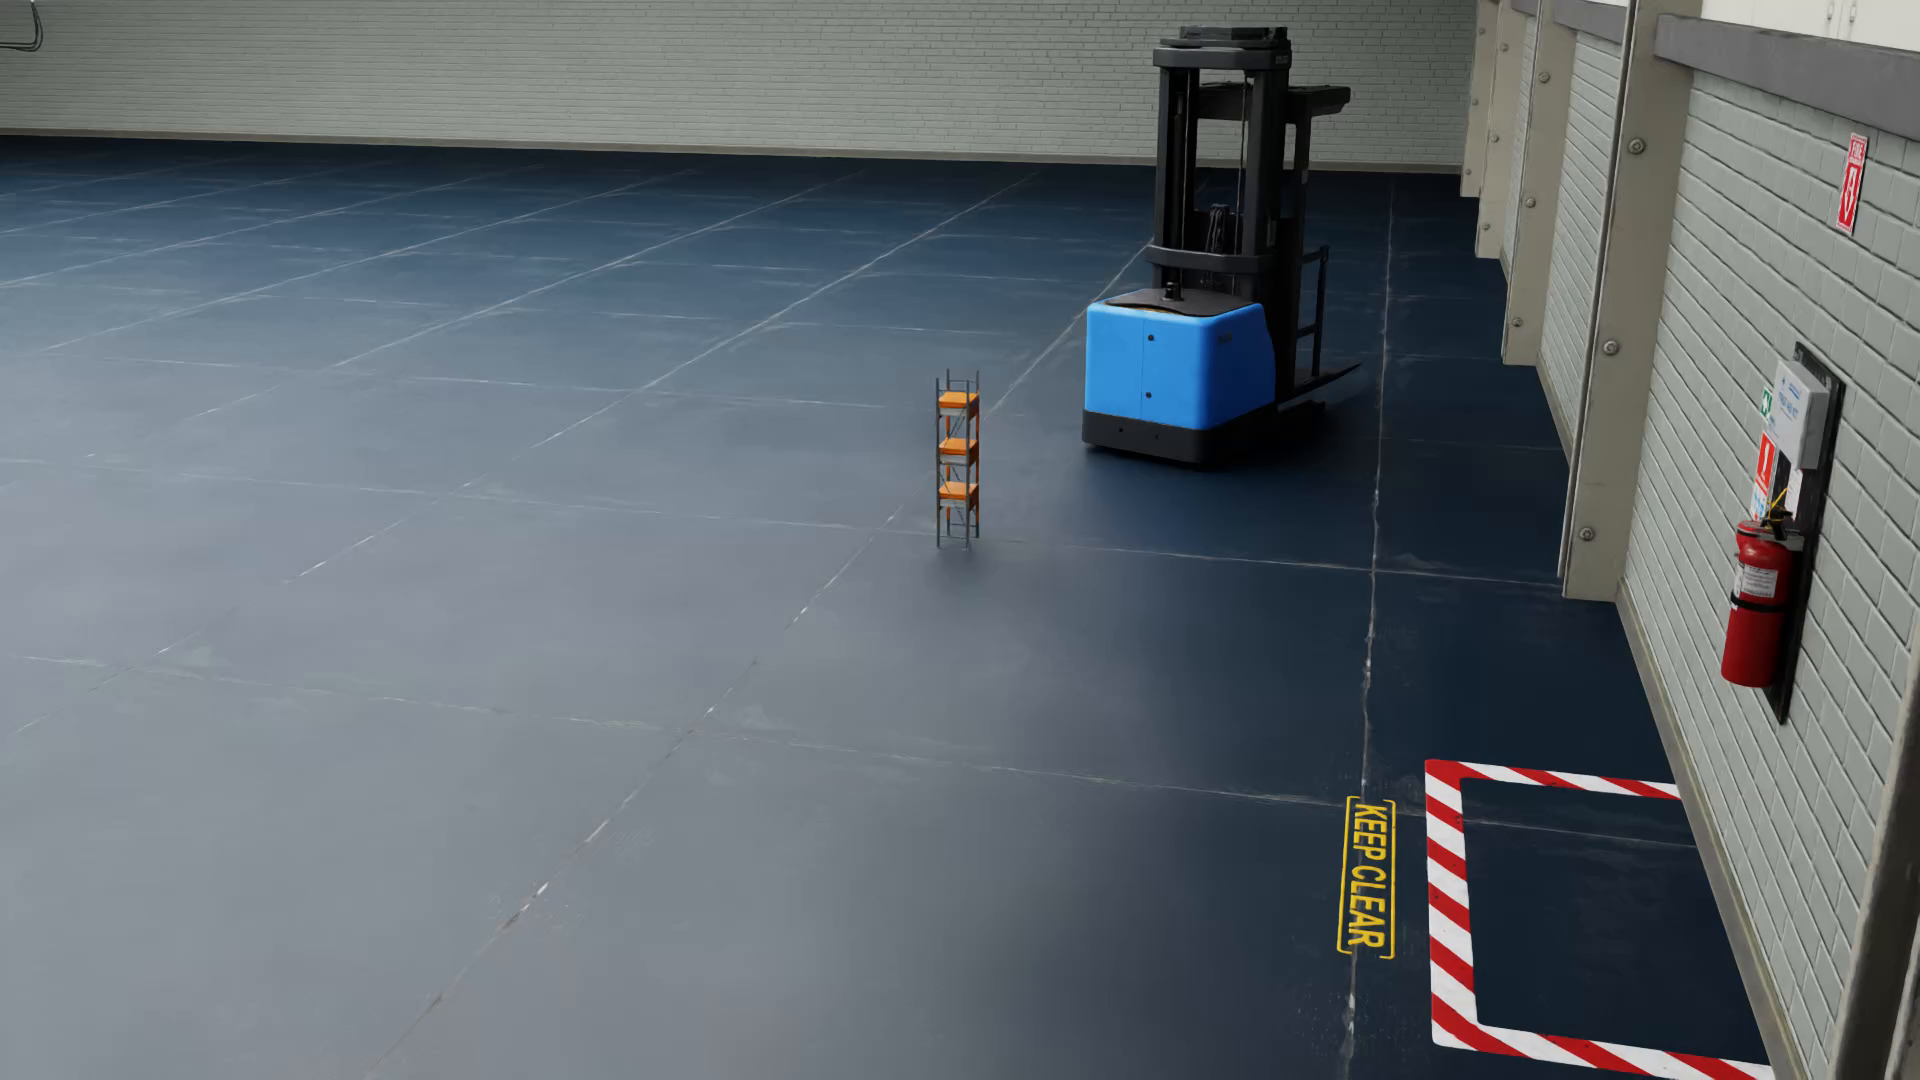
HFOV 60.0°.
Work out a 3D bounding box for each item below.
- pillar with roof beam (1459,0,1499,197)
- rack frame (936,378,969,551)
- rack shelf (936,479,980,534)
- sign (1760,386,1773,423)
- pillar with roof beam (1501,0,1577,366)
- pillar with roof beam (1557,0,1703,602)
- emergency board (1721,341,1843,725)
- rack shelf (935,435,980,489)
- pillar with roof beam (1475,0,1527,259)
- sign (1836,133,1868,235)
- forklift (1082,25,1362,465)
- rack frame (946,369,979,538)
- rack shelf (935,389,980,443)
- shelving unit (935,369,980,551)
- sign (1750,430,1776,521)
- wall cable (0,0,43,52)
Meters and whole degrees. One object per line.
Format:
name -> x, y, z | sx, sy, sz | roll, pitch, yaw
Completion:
pillar with roof beam -> 3.776, -9.969, 25.453 | 9.100, 9.000, 0.400 | 5, 19, 13
rack frame -> -0.043, -0.442, 9.857 | 0.200, 1.050, 0.008 | 5, 19, 13
rack shelf -> -0.013, -0.207, 10.062 | 0.215, 0.259, 0.240 | 5, 19, 13
sign -> 2.953, -0.472, 6.052 | 0.001, 0.109, 0.331 | 5, 19, 13
pillar with roof beam -> 0.844, -6.208, 14.441 | 9.100, 9.000, 0.400 | 5, 19, 13
pillar with roof beam -> -0.622, -4.327, 8.935 | 9.100, 9.000, 0.400 | 5, 19, 13
emergency board -> 2.728, -0.039, 5.662 | 0.194, 1.169, 0.643 | 5, 19, 13
rack shelf -> -0.013, -0.470, 9.972 | 0.215, 0.259, 0.240 | 5, 19, 13
pillar with roof beam -> 2.310, -8.089, 19.947 | 9.100, 9.000, 0.400 | 5, 19, 13
sign -> 2.826, -1.131, 5.272 | 0.001, 0.298, 0.199 | 5, 19, 13
forklift -> 2.169, -2.328, 12.469 | 1.130, 2.935, 3.031 | 14, 23, 34
rack frame -> 0.017, -0.518, 10.081 | 0.200, 1.050, 0.008 | 5, 19, 13
rack shelf -> -0.013, -0.739, 9.880 | 0.215, 0.259, 0.240 | 5, 19, 13
shelving unit -> -0.013, -0.480, 9.969 | 0.215, 1.050, 0.252 | 5, 19, 13
sign -> 2.963, -0.221, 6.140 | 0.001, 0.329, 0.234 | 5, 19, 13
wall cable -> -20.592, -11.466, 34.640 | 3.097, 2.526, 0.112 | 5, 19, 13
